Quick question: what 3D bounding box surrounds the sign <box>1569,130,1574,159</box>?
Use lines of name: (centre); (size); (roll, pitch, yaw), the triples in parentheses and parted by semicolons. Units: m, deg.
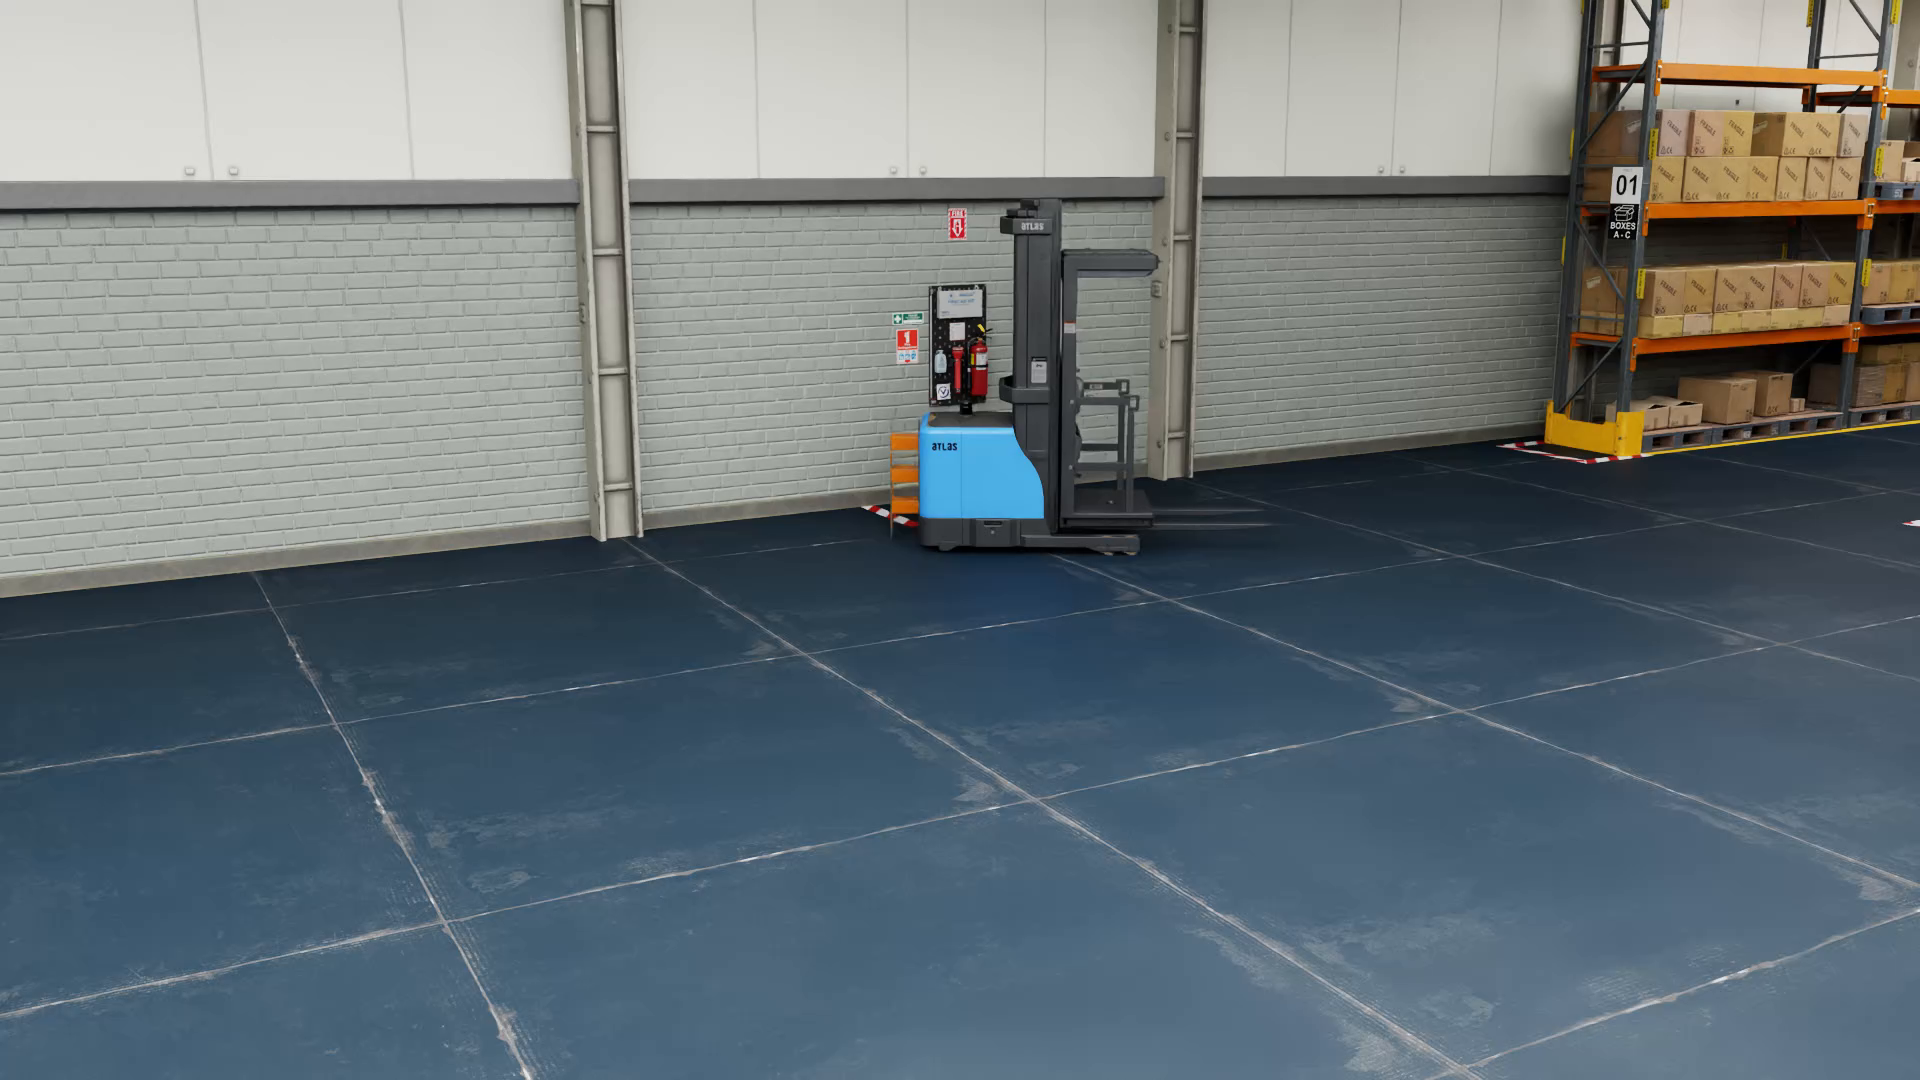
sign: (7.036, -4.528, 19.051); (0.005, 0.325, 0.100); (-7, 14, -28)

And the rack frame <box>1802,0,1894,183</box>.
rack frame: (10.795, -5.872, 20.204); (0.127, 3.000, 1.000); (-7, 14, -28)

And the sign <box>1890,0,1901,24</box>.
sign: (11.039, -6.259, 19.619); (0.005, 0.325, 0.100); (-7, 14, -28)

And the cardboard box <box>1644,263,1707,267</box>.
cardboard box: (8.494, -3.023, 19.799); (0.500, 0.500, 0.500); (-7, 15, -29)

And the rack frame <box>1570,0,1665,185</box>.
rack frame: (7.284, -5.451, 18.334); (0.127, 3.000, 1.000); (-7, 14, -28)

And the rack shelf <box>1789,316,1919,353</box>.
rack shelf: (12.550, -2.804, 21.876); (4.000, 0.370, 1.077); (-7, 14, -28)

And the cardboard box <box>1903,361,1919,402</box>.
cardboard box: (12.330, -2.131, 21.935); (0.500, 0.500, 0.700); (-7, 14, -27)

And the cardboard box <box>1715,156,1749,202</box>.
cardboard box: (8.640, -4.138, 19.059); (0.500, 0.500, 0.500); (-6, 14, -25)

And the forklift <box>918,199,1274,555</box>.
forklift: (1.166, -1.419, 14.238); (3.031, 2.935, 1.130); (0, 13, 1)

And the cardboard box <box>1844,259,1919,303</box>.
cardboard box: (11.752, -3.313, 21.267); (0.500, 0.500, 0.700); (-5, 14, -22)

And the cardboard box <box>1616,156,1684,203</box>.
cardboard box: (7.697, -4.033, 18.592); (0.500, 0.500, 0.500); (-6, 14, -26)

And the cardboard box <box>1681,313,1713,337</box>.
cardboard box: (8.313, -2.508, 19.218); (0.500, 0.250, 0.500); (-7, 15, -30)

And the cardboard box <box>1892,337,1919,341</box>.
cardboard box: (12.719, -2.538, 22.037); (0.500, 0.250, 0.500); (-7, 14, -28)

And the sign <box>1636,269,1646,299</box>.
sign: (7.544, -2.842, 18.433); (0.005, 0.325, 0.100); (-7, 14, -28)

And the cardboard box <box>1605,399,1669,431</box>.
cardboard box: (7.934, -1.482, 19.486); (0.500, 0.311, 0.500); (-9, 15, -34)

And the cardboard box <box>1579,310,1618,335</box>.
cardboard box: (7.601, -2.547, 19.391); (0.500, 0.250, 0.500); (-7, 14, -27)

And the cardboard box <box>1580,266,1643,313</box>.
cardboard box: (7.596, -2.917, 19.327); (0.500, 0.500, 0.500); (-7, 14, -28)

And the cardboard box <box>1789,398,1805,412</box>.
cardboard box: (10.340, -1.715, 20.849); (0.250, 0.166, 0.380); (-9, 16, -35)

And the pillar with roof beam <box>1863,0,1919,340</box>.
pillar with roof beam: (14.813, -5.493, 18.520); (0.400, 9.000, 9.100); (-7, 14, -28)

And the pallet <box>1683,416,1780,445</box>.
pallet: (9.150, -1.378, 20.250); (1.213, 0.211, 1.003); (-7, 14, -28)

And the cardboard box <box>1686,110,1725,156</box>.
cardboard box: (8.203, -4.570, 18.704); (0.500, 0.500, 0.500); (-7, 14, -29)

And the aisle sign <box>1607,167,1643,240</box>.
aisle sign: (7.365, -3.727, 18.417); (0.004, 0.787, 0.394); (-7, 14, -28)

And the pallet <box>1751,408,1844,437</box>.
pallet: (10.222, -1.507, 20.824); (1.213, 0.211, 1.003); (-7, 14, -28)

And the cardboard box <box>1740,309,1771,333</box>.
cardboard box: (9.208, -2.613, 19.685); (0.500, 0.250, 0.500); (-7, 14, -27)

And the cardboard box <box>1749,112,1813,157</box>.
cardboard box: (9.556, -4.733, 19.425); (0.500, 0.500, 0.500); (-7, 15, -30)

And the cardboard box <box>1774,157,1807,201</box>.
cardboard box: (9.552, -4.250, 19.555); (0.500, 0.500, 0.500); (-7, 15, -30)

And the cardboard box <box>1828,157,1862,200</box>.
cardboard box: (10.468, -4.366, 20.071); (0.500, 0.500, 0.500); (-6, 14, -26)

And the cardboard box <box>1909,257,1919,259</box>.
cardboard box: (12.815, -3.442, 21.843); (0.500, 0.500, 0.700); (-7, 14, -28)

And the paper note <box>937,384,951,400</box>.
paper note: (-0.158, -1.445, 16.206); (0.142, 0.148, 0.016); (-7, 14, -28)

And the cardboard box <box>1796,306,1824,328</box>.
cardboard box: (10.083, -2.722, 20.170); (0.500, 0.250, 0.500); (-7, 14, -28)

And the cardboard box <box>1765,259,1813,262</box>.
cardboard box: (10.282, -3.238, 20.754); (0.500, 0.500, 0.500); (-7, 15, -29)

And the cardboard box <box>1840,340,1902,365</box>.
cardboard box: (11.818, -2.433, 21.573); (0.500, 0.250, 0.500); (-7, 15, -29)

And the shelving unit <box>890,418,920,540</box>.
shelving unit: (-0.479, -0.537, 14.605); (0.252, 1.050, 0.215); (0, 13, 1)

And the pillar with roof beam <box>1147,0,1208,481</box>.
pillar with roof beam: (4.280, -4.230, 12.911); (0.400, 9.000, 9.100); (-7, 14, -28)

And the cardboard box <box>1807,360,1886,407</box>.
cardboard box: (11.433, -2.021, 21.447); (0.500, 0.500, 0.700); (-6, 14, -26)

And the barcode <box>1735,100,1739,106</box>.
barcode: (9.369, -5.272, 20.043); (0.075, 0.075, 0.001); (-7, 14, -28)

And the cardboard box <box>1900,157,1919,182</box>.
cardboard box: (11.854, -4.676, 20.972); (0.500, 0.311, 0.500); (-6, 14, -26)

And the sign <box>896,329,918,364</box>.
sign: (-0.505, -1.860, 15.959); (0.234, 0.329, 0.001); (-7, 14, -28)

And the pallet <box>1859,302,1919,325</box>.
pallet: (11.535, -2.904, 21.116); (1.213, 0.211, 1.003); (-7, 14, -28)

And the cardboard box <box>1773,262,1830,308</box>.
cardboard box: (10.093, -3.084, 20.070); (0.500, 0.500, 0.500); (-7, 14, -28)

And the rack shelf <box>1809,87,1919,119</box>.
rack shelf: (12.550, -5.536, 21.262); (4.000, 0.370, 1.077); (-7, 14, -28)

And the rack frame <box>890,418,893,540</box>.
rack frame: (-0.601, -0.538, 14.607); (0.008, 1.050, 0.200); (0, 13, 1)

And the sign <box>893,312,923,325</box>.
sign: (-0.496, -2.117, 15.896); (0.331, 0.109, 0.001); (-7, 14, -28)

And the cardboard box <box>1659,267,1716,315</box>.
cardboard box: (8.286, -2.869, 19.113); (0.500, 0.500, 0.500); (-7, 14, -28)

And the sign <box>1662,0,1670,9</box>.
sign: (7.544, -5.841, 17.758); (0.005, 0.325, 0.100); (-7, 14, -28)

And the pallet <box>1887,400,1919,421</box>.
pallet: (12.550, -1.796, 22.108); (1.213, 0.211, 1.003); (-7, 14, -28)

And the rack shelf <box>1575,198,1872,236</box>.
rack shelf: (9.039, -3.847, 19.677); (4.000, 0.370, 1.077); (-7, 14, -28)

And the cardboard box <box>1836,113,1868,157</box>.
cardboard box: (10.485, -4.850, 19.944); (0.500, 0.500, 0.500); (-8, 15, -33)

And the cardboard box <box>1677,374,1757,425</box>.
cardboard box: (9.103, -1.702, 20.032); (0.500, 0.500, 0.700); (-8, 15, -31)

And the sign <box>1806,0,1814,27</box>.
sign: (10.524, -6.511, 20.556); (0.005, 0.325, 0.100); (-7, 14, -28)

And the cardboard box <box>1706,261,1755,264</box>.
cardboard box: (9.386, -3.133, 20.287); (0.500, 0.500, 0.500); (-6, 14, -26)

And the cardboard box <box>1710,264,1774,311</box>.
cardboard box: (9.190, -2.979, 19.600); (0.500, 0.500, 0.500); (-6, 14, -26)

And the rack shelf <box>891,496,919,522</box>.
rack shelf: (-0.479, -0.256, 14.668); (0.240, 0.259, 0.215); (0, 13, 1)
